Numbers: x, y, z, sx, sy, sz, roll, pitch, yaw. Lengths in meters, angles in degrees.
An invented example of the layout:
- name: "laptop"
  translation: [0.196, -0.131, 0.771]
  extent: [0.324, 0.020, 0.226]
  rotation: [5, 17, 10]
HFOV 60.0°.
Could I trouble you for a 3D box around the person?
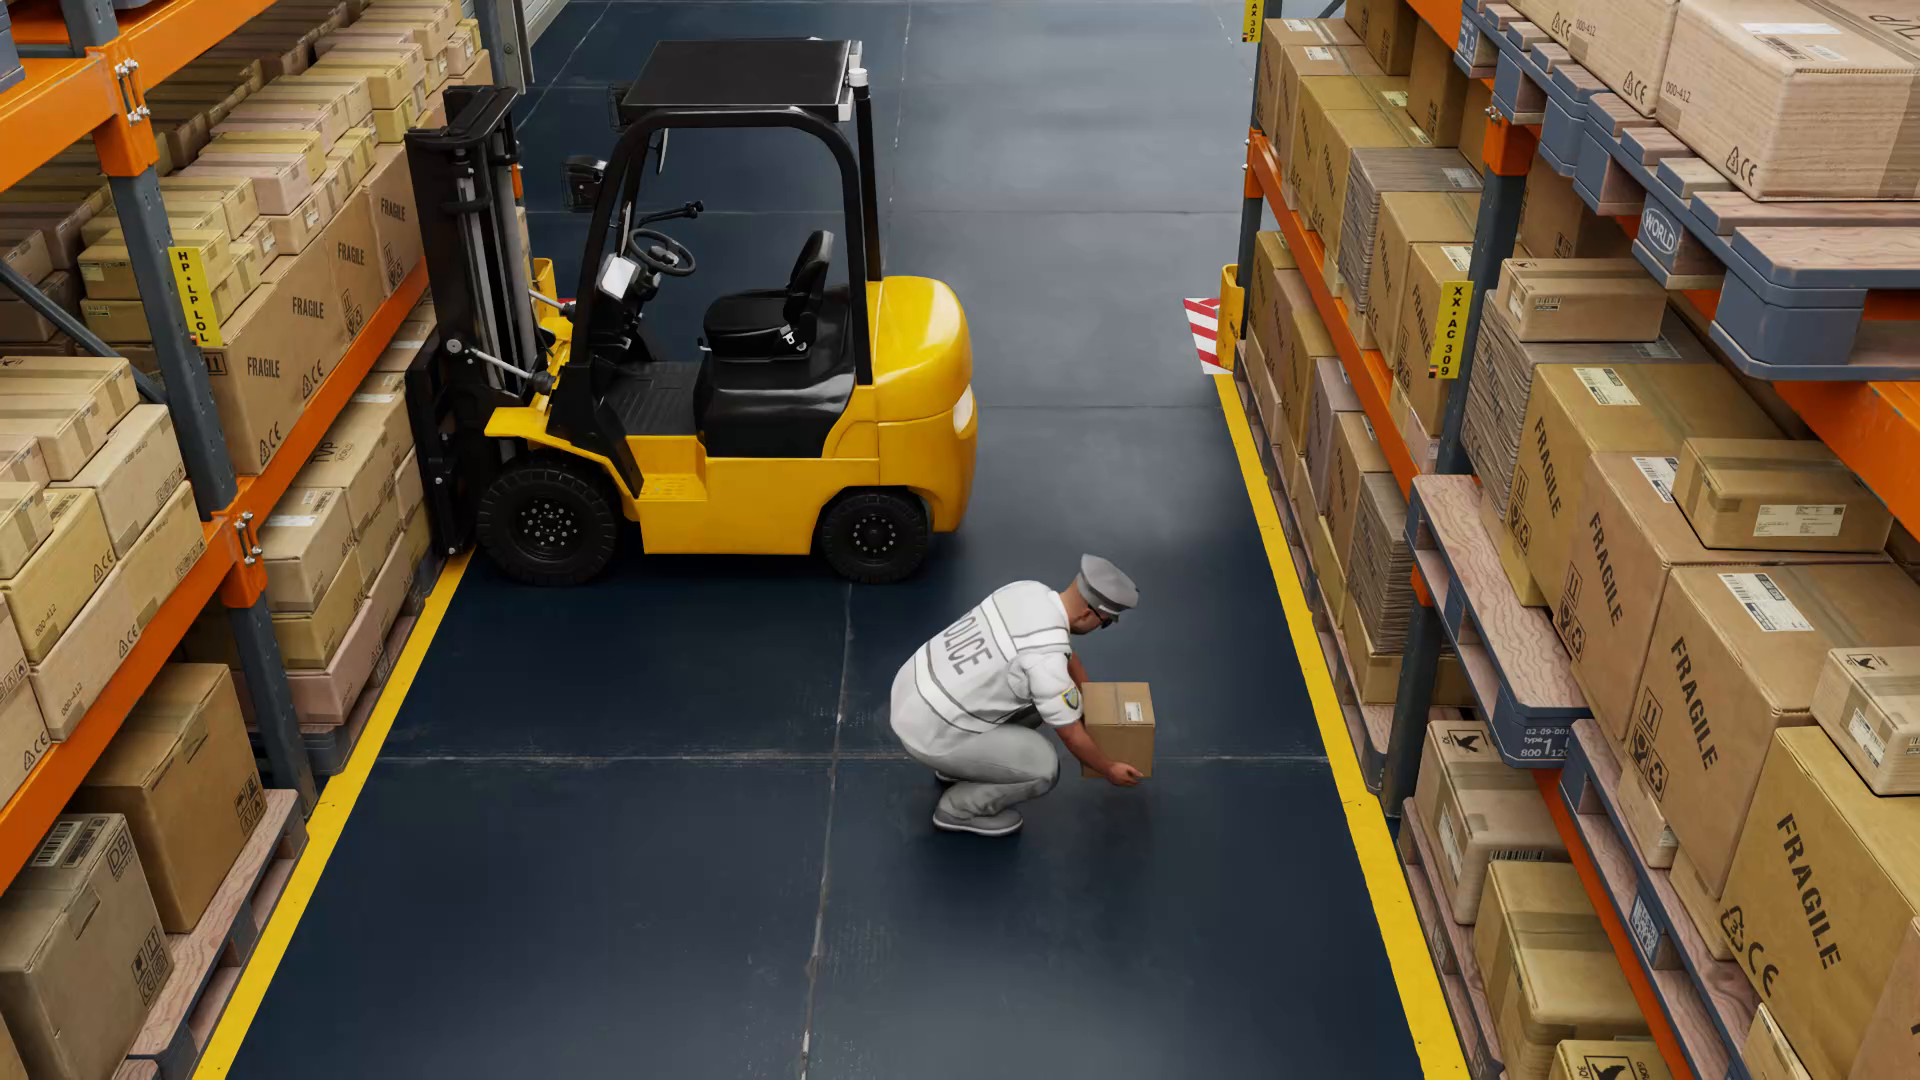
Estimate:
- name: "person"
  translation: [0.203, 0.540, 5.969]
  extent: [0.909, 1.008, 0.560]
  rotation: [0, 31, 0]
